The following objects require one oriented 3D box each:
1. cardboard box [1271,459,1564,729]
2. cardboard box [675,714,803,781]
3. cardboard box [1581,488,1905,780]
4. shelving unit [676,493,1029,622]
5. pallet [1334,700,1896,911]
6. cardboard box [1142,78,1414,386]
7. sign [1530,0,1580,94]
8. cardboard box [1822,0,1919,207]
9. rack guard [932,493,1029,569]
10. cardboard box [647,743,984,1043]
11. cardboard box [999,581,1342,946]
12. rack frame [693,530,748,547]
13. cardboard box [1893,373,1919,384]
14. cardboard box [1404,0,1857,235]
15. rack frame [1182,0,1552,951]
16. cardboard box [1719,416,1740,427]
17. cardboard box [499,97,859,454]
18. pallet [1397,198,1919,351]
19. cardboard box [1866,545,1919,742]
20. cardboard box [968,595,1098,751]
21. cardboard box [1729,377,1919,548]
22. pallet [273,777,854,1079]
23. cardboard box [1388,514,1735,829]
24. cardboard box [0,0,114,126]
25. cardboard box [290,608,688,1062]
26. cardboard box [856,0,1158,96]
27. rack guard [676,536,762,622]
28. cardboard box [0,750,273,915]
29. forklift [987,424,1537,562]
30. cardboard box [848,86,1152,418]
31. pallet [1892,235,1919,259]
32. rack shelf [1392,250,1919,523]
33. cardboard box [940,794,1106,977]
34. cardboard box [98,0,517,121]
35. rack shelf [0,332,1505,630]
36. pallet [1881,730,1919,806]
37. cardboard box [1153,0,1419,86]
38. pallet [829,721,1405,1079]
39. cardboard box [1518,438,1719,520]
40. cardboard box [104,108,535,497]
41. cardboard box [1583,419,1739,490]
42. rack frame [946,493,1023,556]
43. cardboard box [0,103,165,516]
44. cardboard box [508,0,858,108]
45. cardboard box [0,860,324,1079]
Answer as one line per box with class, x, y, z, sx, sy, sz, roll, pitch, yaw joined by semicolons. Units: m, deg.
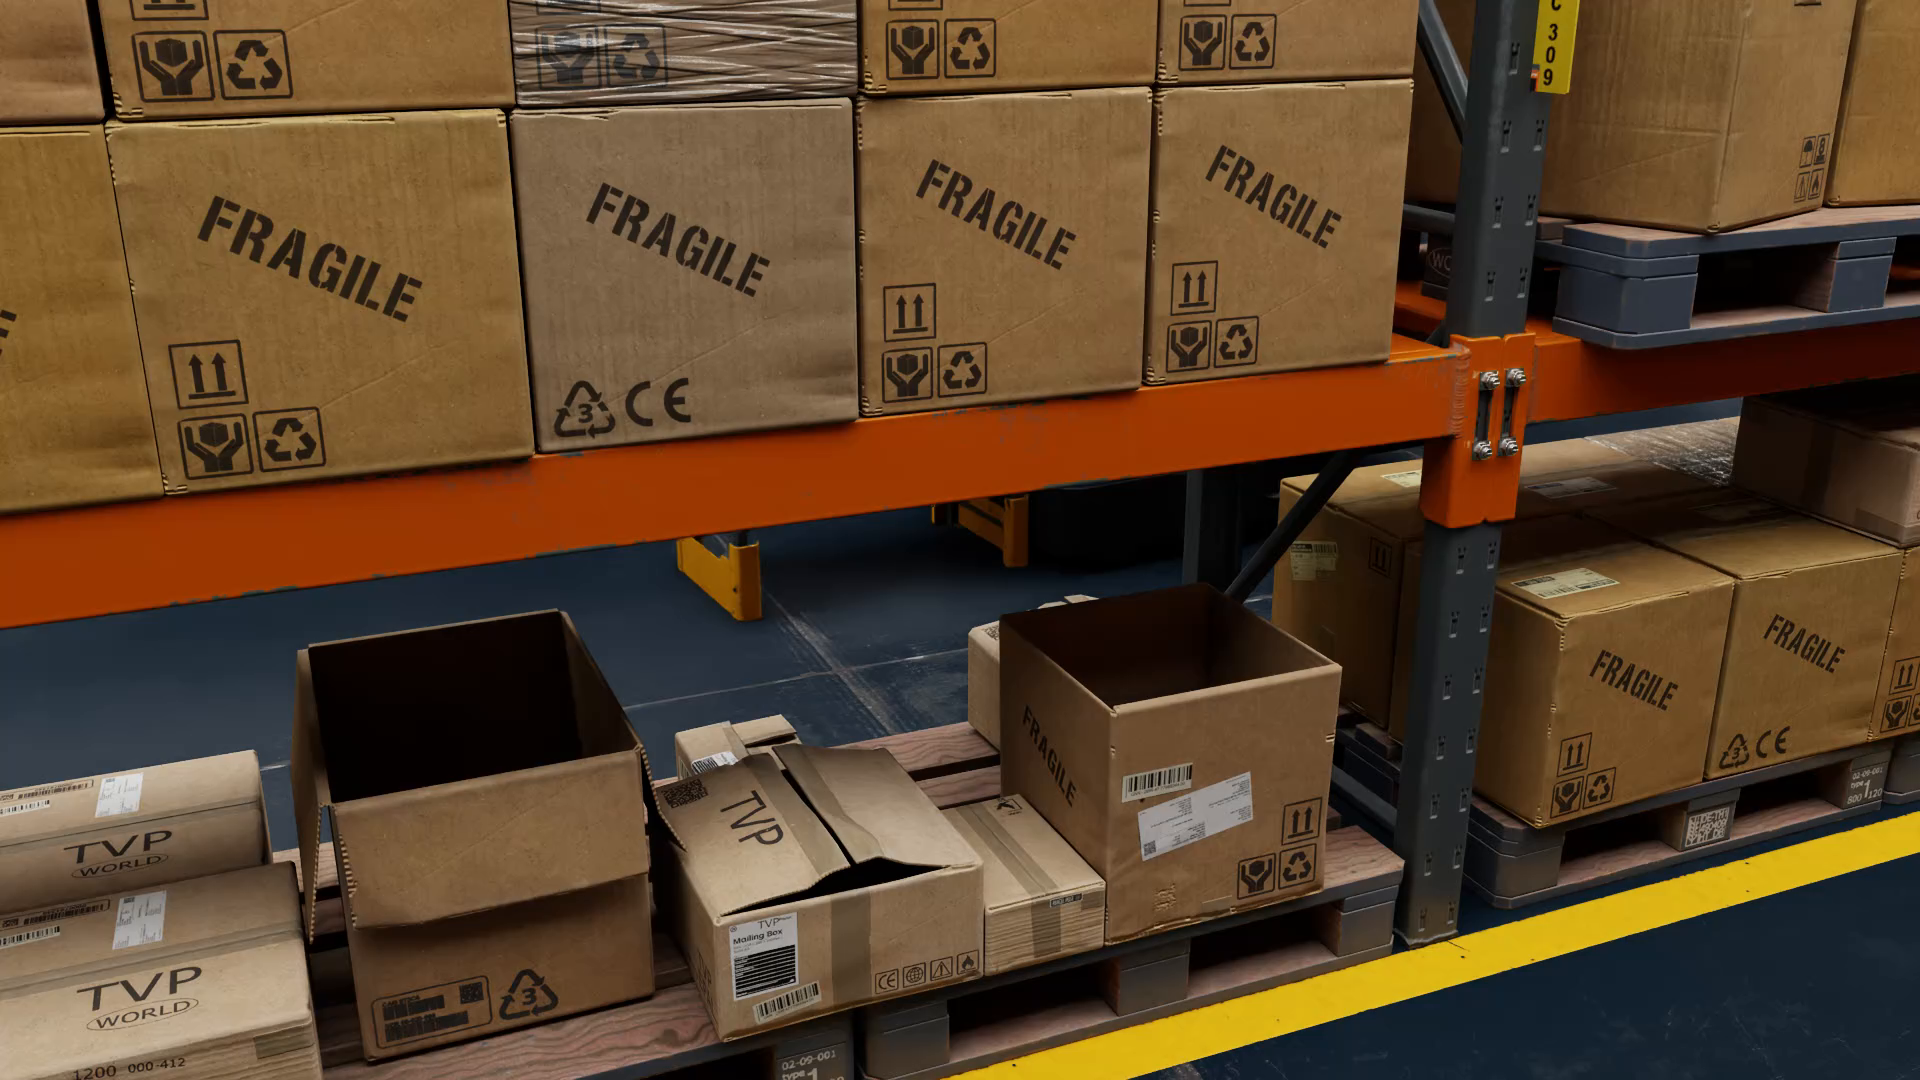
cardboard box;1.157;0.118;4.273;0.500;0.500;0.500;-8;21;-22
cardboard box;-0.444;0.533;3.594;0.250;0.166;0.380;-8;21;-22
cardboard box;1.843;0.207;4.019;0.500;0.500;0.500;-8;21;-21
shelving unit;-0.369;-0.617;5.516;1.083;1.500;0.587;-11;22;-27
pallet;1.549;0.495;4.298;1.213;0.211;1.003;-8;21;-22
cardboard box;0.460;-0.605;3.072;0.500;0.500;0.500;-8;21;-21
sign;1.039;-0.945;2.887;0.005;0.325;0.100;-8;21;-22
cardboard box;1.947;-1.051;3.707;0.500;0.500;0.700;-5;20;-13
rack guard;0.065;-0.108;5.952;0.087;0.250;0.587;-11;22;-27
cardboard box;-0.282;0.619;3.133;0.500;0.311;0.500;-8;21;-22
cardboard box;0.406;0.431;3.381;0.500;0.500;0.500;-8;21;-22
rack frame;-0.805;-0.536;5.286;0.032;1.500;0.500;-11;22;-27
cardboard box;2.736;-0.271;4.247;0.500;0.250;0.500;-9;21;-23
cardboard box;1.341;-0.941;3.395;0.500;0.500;0.700;-17;26;-40
rack frame;0.817;-0.702;3.498;0.127;3.000;1.000;-8;21;-22
cardboard box;2.541;-0.078;4.829;0.500;0.500;0.500;-9;21;-24
cardboard box;-0.484;-0.468;2.685;0.500;0.500;0.500;-8;21;-21
pallet;1.594;-0.683;3.734;1.213;0.211;1.003;-8;21;-22
cardboard box;2.305;0.144;4.199;0.500;0.500;0.500;-8;21;-21
cardboard box;0.346;0.348;3.902;0.500;0.311;0.500;-8;21;-22
cardboard box;2.276;-0.205;4.059;0.500;0.250;0.500;-8;21;-22
pallet;-0.936;0.866;3.246;1.213;0.211;1.003;-8;21;-22
cardboard box;1.358;0.281;3.810;0.500;0.500;0.500;-9;21;-24
cardboard box;-1.406;-0.807;2.143;0.500;0.500;0.500;-8;21;-21
cardboard box;-0.906;0.517;3.133;0.637;0.503;0.797;-8;21;-22
cardboard box;-0.014;-1.007;2.708;0.500;0.500;0.500;-9;21;-23
rack guard;-0.804;0.053;5.494;0.087;0.250;0.587;-11;22;-27
cardboard box;-1.570;0.652;3.133;0.500;0.250;0.500;-8;21;-22
forklift;1.403;-1.643;6.274;3.031;2.935;1.130;-11;22;-27
cardboard box;-0.013;-0.536;2.879;0.500;0.500;0.500;-8;21;-20
pallet;2.706;-0.880;4.294;1.213;0.211;1.003;-8;21;-22
rack shelf;2.653;-0.625;4.365;4.000;0.370;1.077;-8;21;-22
cardboard box;0.086;0.665;3.248;0.250;0.149;0.380;-8;21;-22
cardboard box;-0.939;-0.875;2.333;0.500;0.500;0.500;-8;21;-22
rack shelf;-1.019;-0.099;2.870;4.000;0.370;1.077;-8;21;-22
pallet;2.671;0.333;4.757;1.213;0.211;1.003;-8;21;-22
cardboard box;0.455;-1.075;2.902;0.500;0.500;0.500;-8;21;-22
pallet;0.186;0.704;3.705;1.213;0.211;1.003;-8;21;-22
cardboard box;1.614;0.055;4.450;0.500;0.500;0.500;-8;21;-22
cardboard box;-0.951;-0.400;2.492;0.500;0.500;0.500;-8;21;-21
cardboard box;2.075;-0.011;4.637;0.500;0.500;0.500;-8;21;-21
rack frame;0.082;-0.701;5.754;0.032;1.500;0.500;-11;22;-27
cardboard box;-1.410;-0.335;2.307;0.500;0.500;0.500;-8;21;-22
cardboard box;-0.477;-0.940;2.520;0.500;0.500;0.500;-8;21;-21
cardboard box;-1.326;0.798;2.718;0.500;0.250;0.500;-8;21;-22
